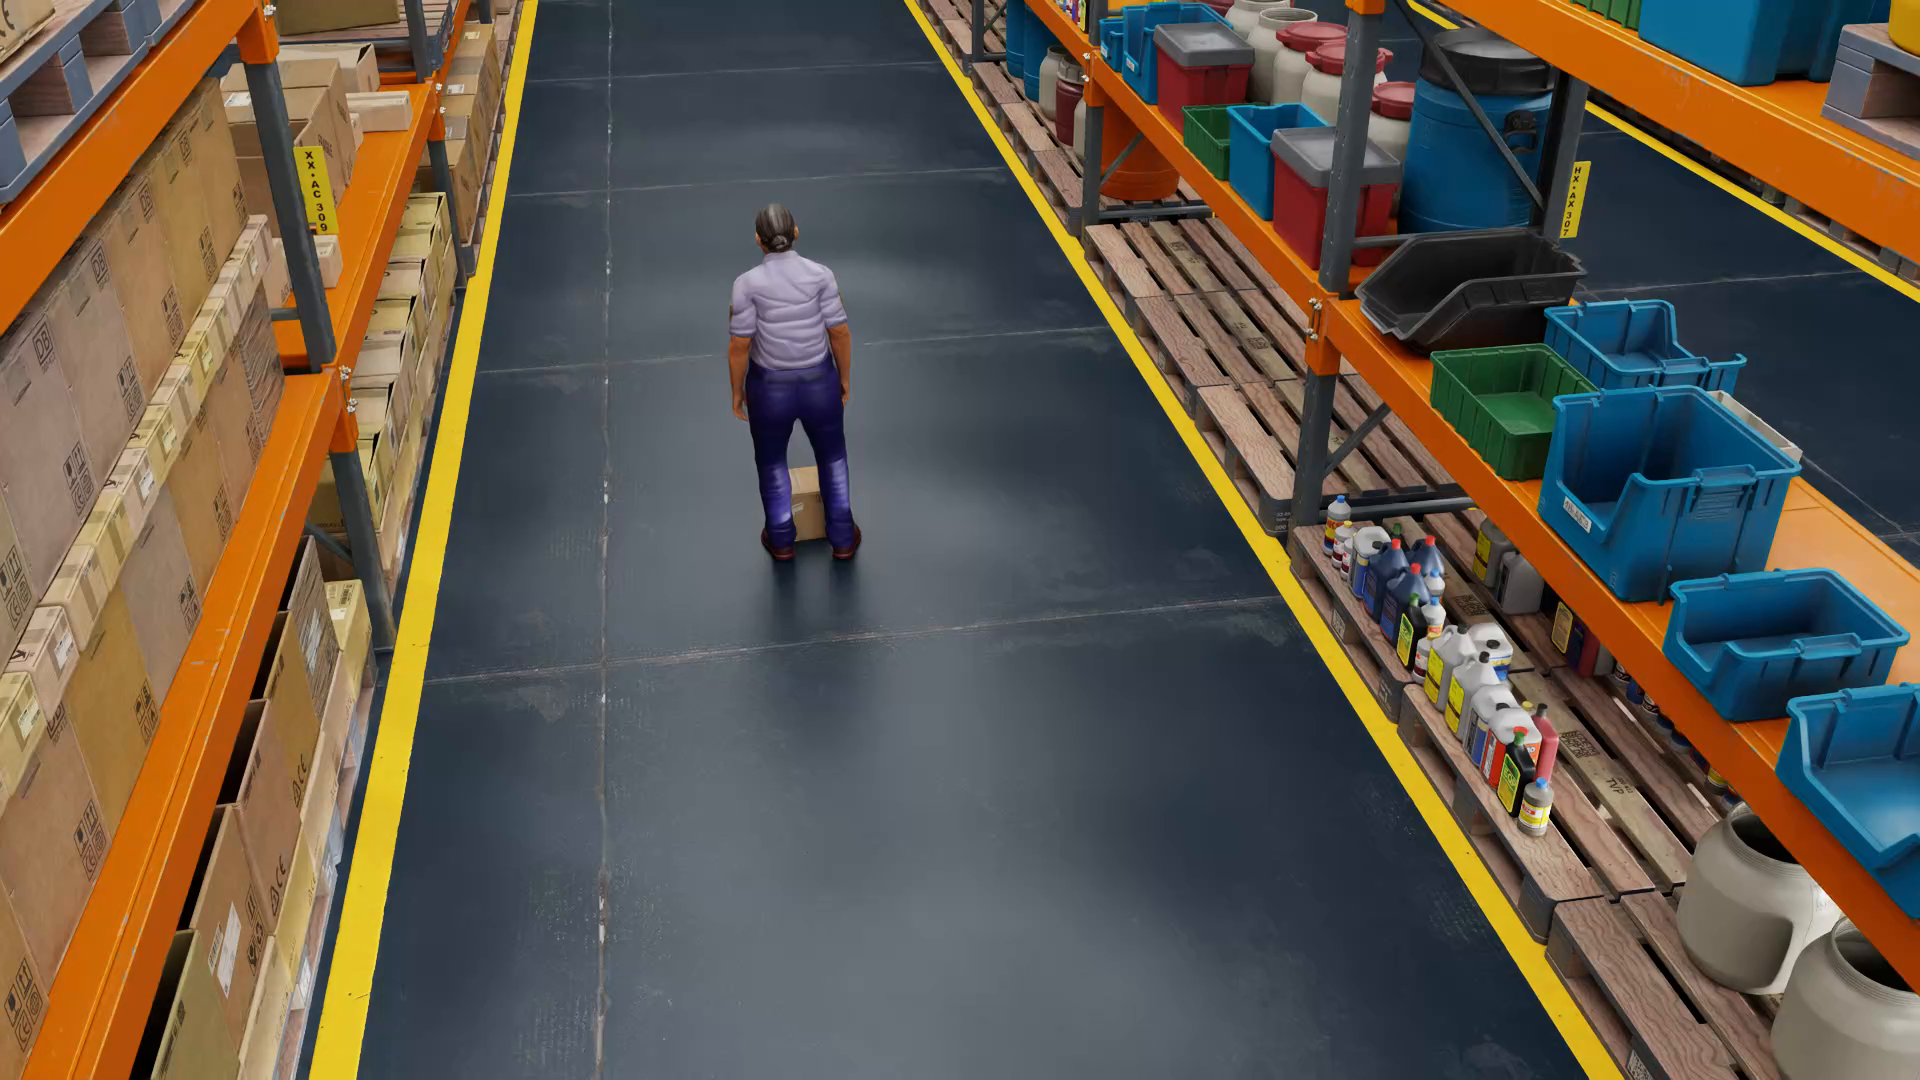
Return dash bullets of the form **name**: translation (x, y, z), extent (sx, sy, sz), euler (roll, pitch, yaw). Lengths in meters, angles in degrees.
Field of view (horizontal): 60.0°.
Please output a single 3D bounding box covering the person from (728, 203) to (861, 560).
- **person**: translation (-0.722, -0.662, 7.247), extent (0.564, 1.651, 0.424), euler (-7, 32, -12)
